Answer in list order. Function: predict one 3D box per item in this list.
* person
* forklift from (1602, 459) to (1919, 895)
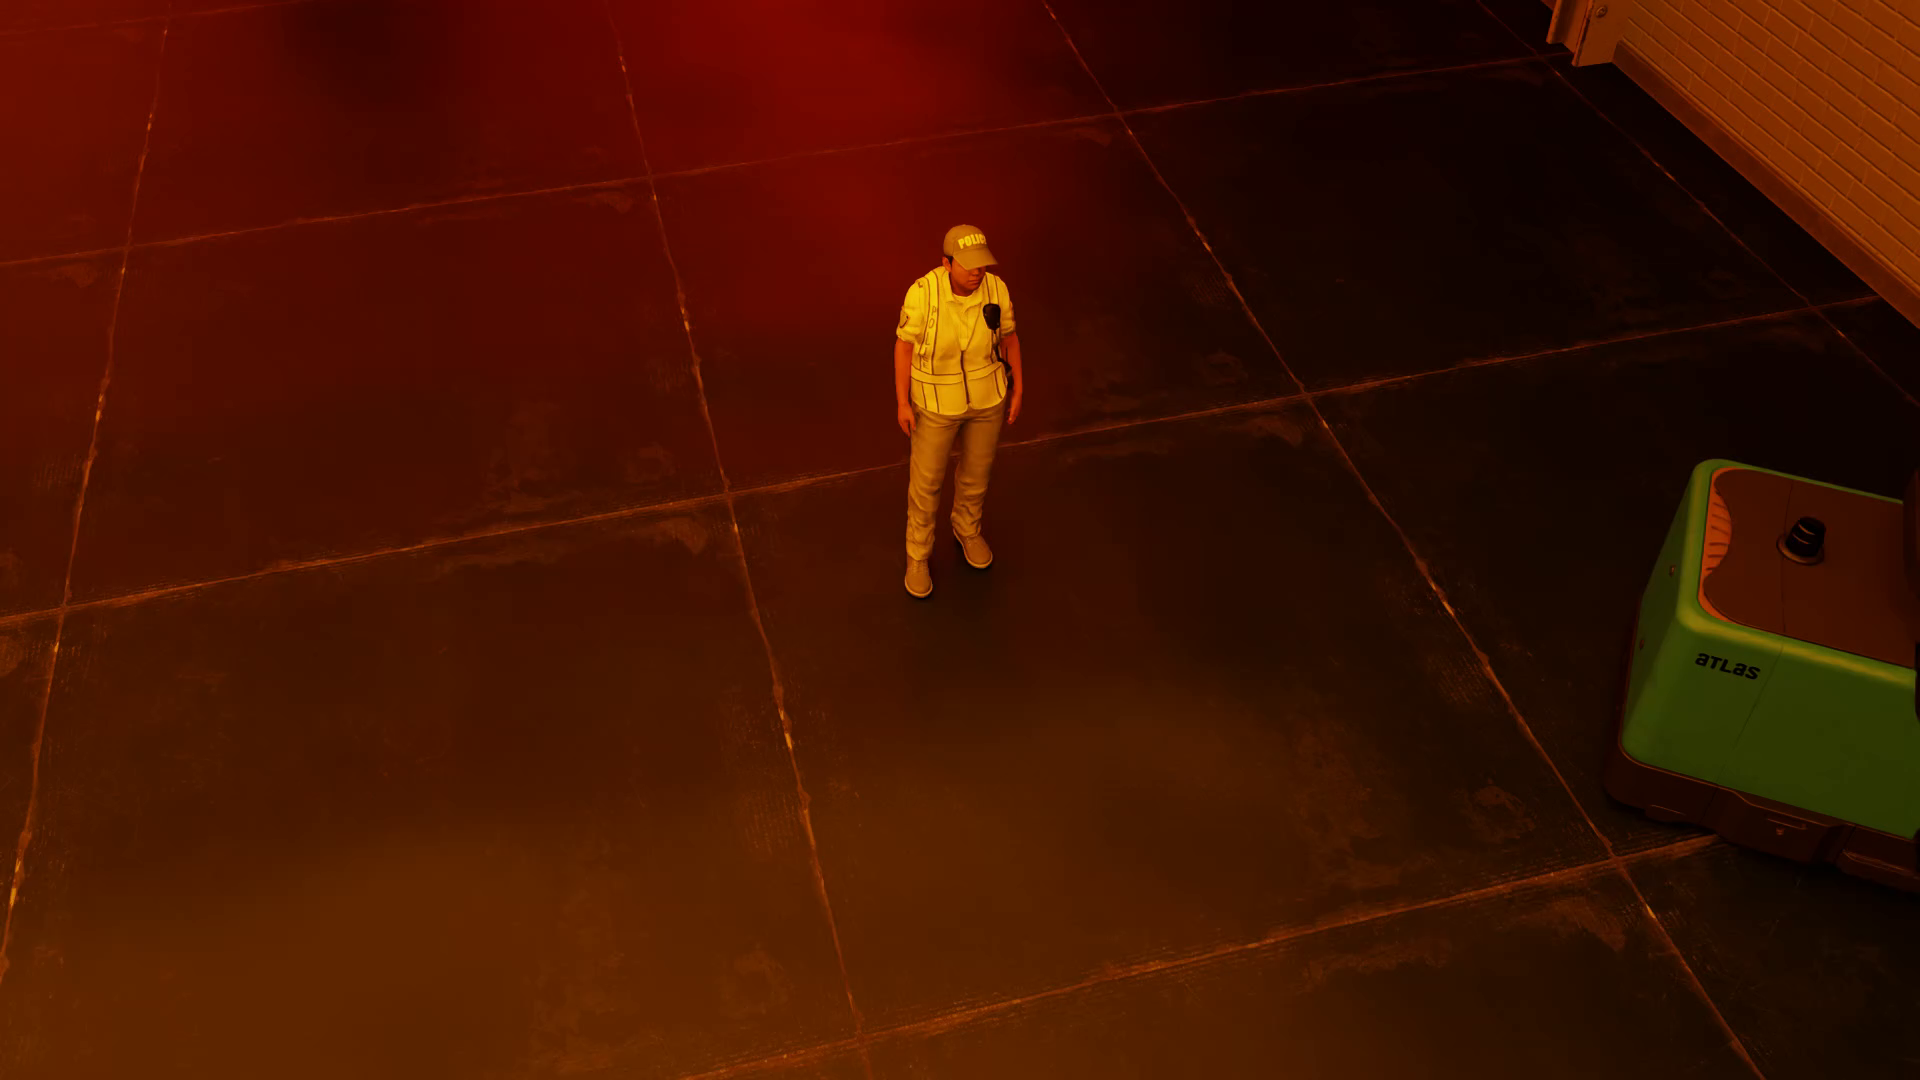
[{"bbox_3d":[-0.002,-0.555,7.142,0.598,1.670,0.525,-10,44,-11],"label":"person"},{"bbox_3d":[4.135,0.060,5.582,3.031,2.935,1.130,15,46,16],"label":"forklift"}]
